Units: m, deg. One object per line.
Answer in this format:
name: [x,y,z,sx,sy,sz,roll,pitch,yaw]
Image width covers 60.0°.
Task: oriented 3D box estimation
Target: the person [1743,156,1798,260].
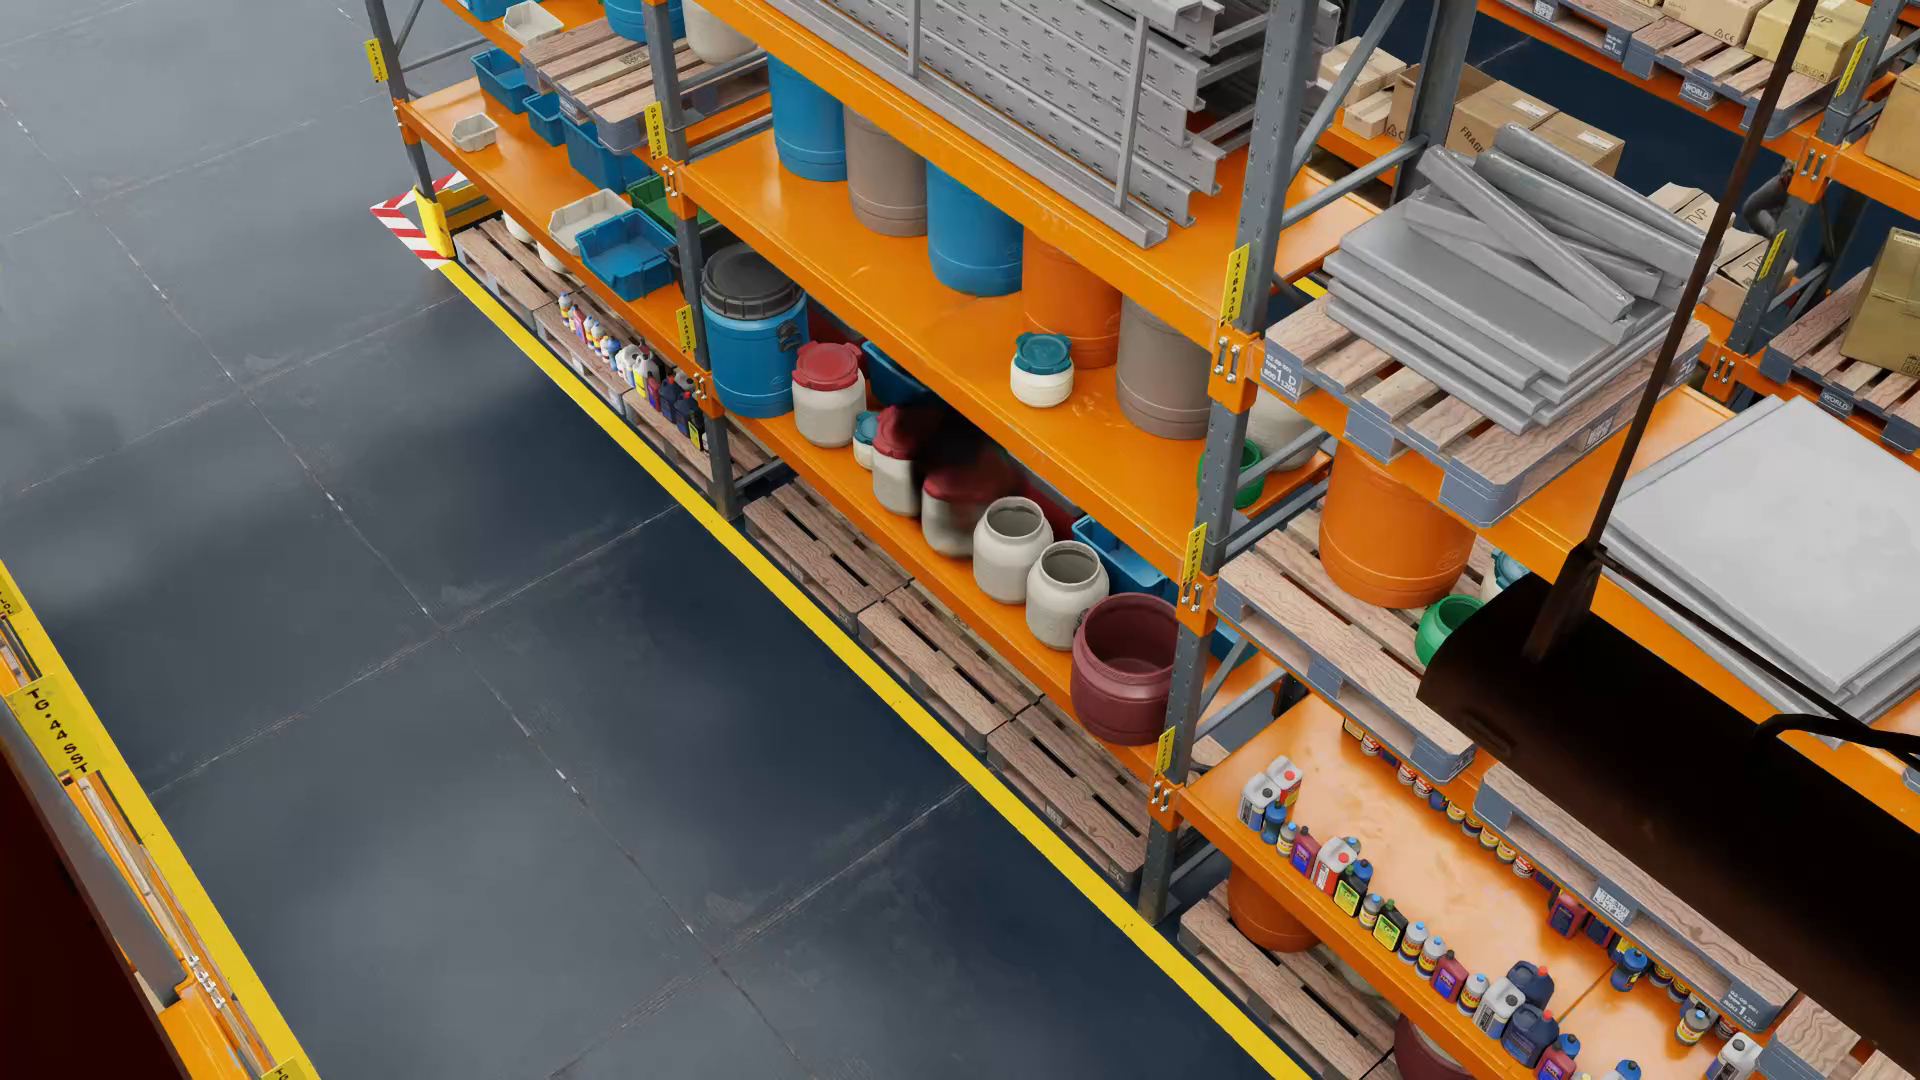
person: [6.216,-2.744,12.428,0.572,1.663,0.563,33,55,27]
